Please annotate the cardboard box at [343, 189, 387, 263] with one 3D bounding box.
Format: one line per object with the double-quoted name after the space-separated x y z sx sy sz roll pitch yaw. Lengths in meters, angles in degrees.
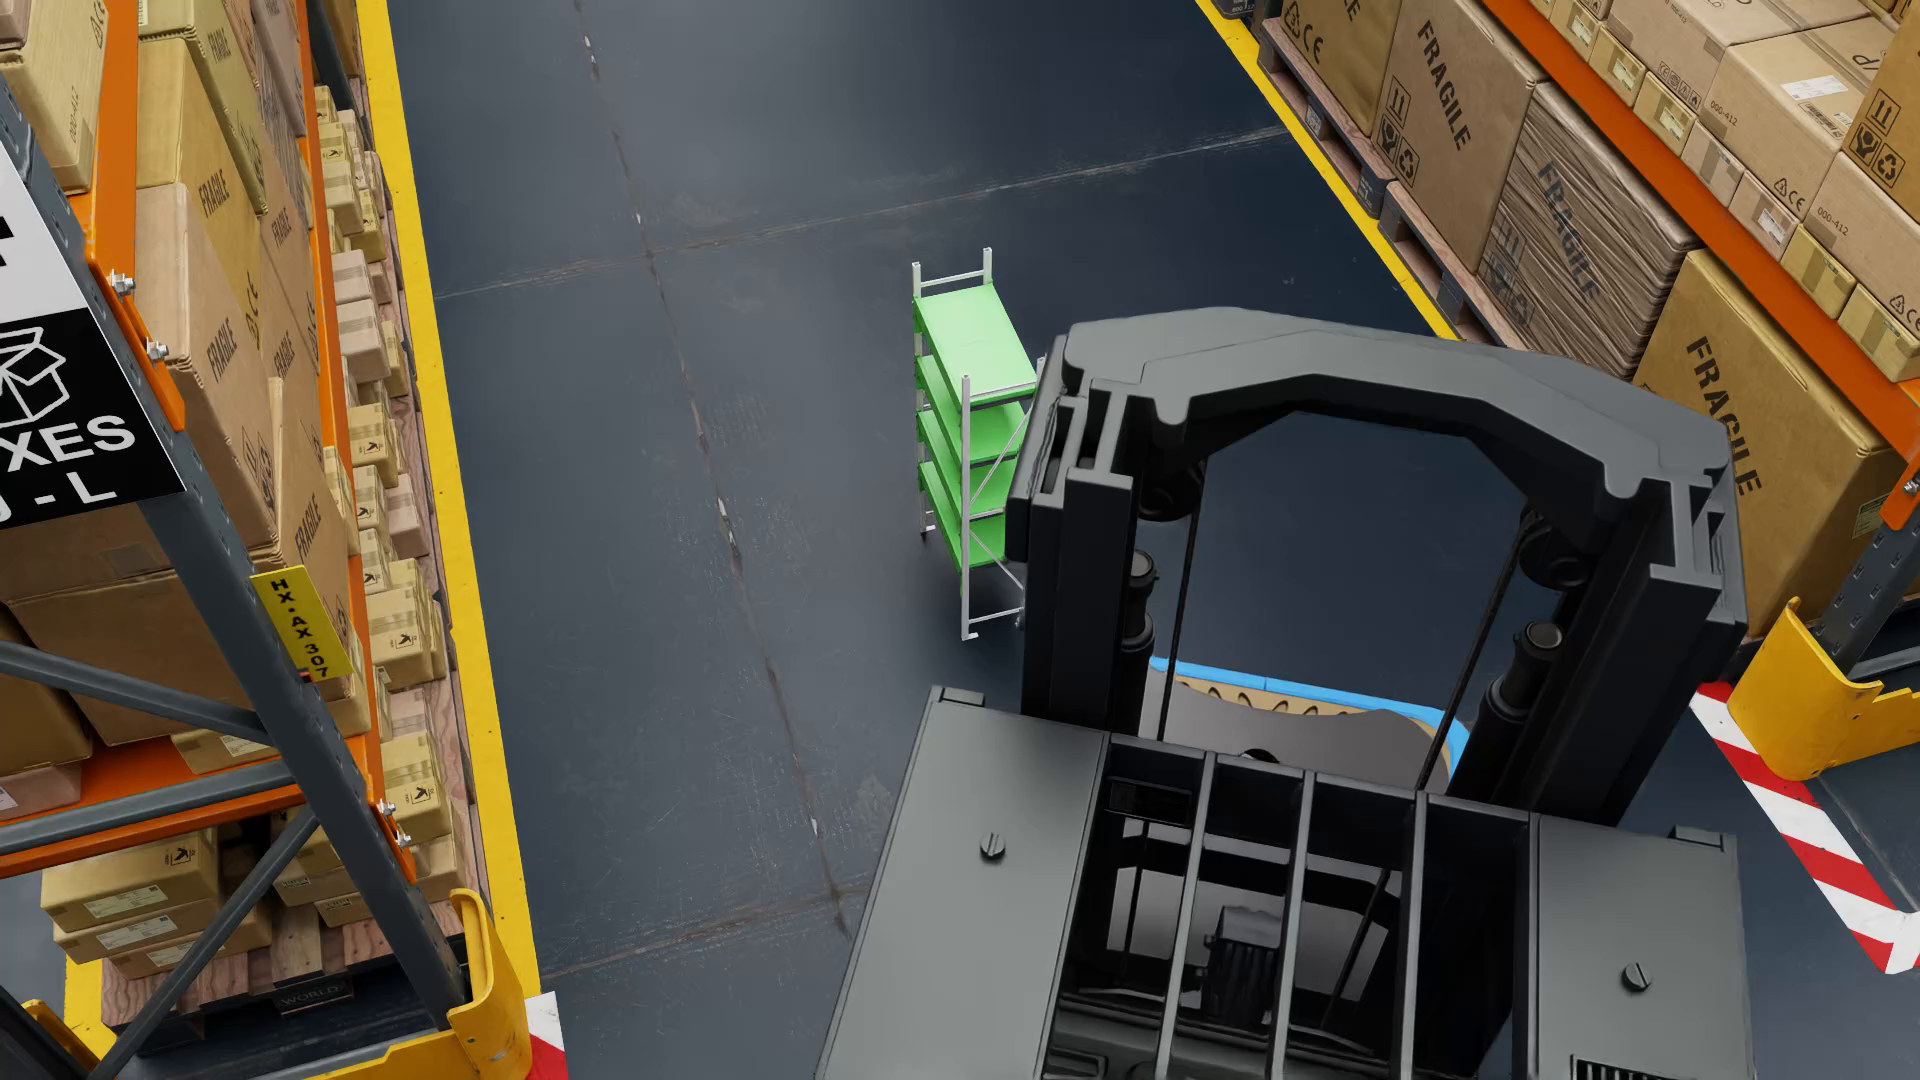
-2.337 -1.126 6.133 0.380 0.149 0.250 -15 51 -12 "cardboard box"

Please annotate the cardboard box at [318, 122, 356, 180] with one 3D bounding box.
-2.454 -1.388 6.159 0.380 0.149 0.250 -13 51 -11 "cardboard box"

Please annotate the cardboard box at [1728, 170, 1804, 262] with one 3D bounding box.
2.457 -0.963 4.764 0.380 0.149 0.250 -13 51 -11 "cardboard box"

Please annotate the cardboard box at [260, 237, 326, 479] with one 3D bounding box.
-1.790 -0.340 3.815 0.500 0.500 0.500 -13 51 -11 "cardboard box"

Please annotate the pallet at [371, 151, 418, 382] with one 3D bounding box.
-2.689 -0.977 6.435 1.003 0.211 1.213 -13 51 -11 "pallet"

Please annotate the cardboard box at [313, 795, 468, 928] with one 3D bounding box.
-1.588 0.892 4.626 0.380 0.149 0.250 -12 51 -10 "cardboard box"

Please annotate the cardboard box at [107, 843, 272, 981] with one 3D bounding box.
-2.094 1.010 4.527 0.380 0.149 0.250 -13 51 -10 "cardboard box"

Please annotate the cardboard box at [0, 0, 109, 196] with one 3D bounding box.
-1.627 -0.741 2.549 0.500 0.250 0.500 -12 51 -10 "cardboard box"

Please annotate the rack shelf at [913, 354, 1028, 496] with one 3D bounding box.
0.049 -0.379 5.055 0.258 0.148 0.480 -13 51 -11 "rack shelf"

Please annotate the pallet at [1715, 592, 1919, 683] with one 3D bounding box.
2.718 -0.152 5.740 1.003 0.211 1.213 -13 51 -11 "pallet"

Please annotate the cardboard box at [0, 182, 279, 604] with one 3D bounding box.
-1.618 -0.275 3.106 0.500 0.500 0.500 -14 51 -11 "cardboard box"

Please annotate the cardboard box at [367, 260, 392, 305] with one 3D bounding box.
-2.343 -0.978 6.203 0.380 0.149 0.250 -15 51 -12 "cardboard box"

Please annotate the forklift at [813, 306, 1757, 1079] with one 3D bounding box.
0.417 1.183 2.835 1.130 2.935 3.031 10 51 8 "forklift"

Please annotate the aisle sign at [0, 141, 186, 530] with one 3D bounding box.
-1.431 -0.289 2.332 0.394 0.787 0.004 -13 51 -11 "aisle sign"

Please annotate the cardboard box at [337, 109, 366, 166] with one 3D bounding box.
-2.525 -1.512 6.458 0.380 0.149 0.250 -12 51 -10 "cardboard box"

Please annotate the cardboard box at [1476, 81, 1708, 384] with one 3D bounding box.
2.495 -1.049 5.787 0.875 0.875 0.875 -13 51 -11 "cardboard box"

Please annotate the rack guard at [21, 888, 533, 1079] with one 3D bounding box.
-1.761 1.313 4.316 1.175 0.500 0.348 -13 51 -11 "rack guard"

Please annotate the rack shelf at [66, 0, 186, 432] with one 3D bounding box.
-2.330 -1.632 3.673 1.077 0.370 4.000 -13 51 -11 "rack shelf"

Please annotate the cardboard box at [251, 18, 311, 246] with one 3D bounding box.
-2.080 -1.072 4.432 0.500 0.500 0.500 -15 51 -12 "cardboard box"

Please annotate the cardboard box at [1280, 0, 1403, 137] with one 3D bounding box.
1.965 -2.356 6.889 0.875 0.875 0.875 -13 51 -11 "cardboard box"

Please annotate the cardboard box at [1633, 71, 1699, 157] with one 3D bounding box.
2.306 -1.335 5.078 0.380 0.149 0.250 -14 51 -12 "cardboard box"

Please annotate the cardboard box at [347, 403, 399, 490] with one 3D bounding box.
-1.977 -0.261 5.209 0.380 0.149 0.250 -13 51 -10 "cardboard box"

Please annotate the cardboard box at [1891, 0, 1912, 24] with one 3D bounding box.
2.997 -1.550 4.508 0.500 0.500 0.500 -14 51 -12 "cardboard box"

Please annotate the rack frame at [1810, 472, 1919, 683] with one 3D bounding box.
3.029 -0.484 4.196 1.000 3.000 0.127 -13 51 -11 "rack frame"

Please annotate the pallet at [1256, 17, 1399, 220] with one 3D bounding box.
1.997 -1.934 7.242 1.003 0.211 1.213 -13 51 -11 "pallet"

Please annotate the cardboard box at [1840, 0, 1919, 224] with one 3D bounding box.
2.634 -1.070 4.103 0.500 0.500 0.500 -13 51 -11 "cardboard box"

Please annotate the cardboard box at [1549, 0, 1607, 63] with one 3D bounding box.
2.158 -1.706 5.390 0.380 0.149 0.250 -12 51 -10 "cardboard box"

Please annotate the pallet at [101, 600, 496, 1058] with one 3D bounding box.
-1.968 0.805 4.933 1.003 0.211 1.213 -13 51 -11 "pallet"

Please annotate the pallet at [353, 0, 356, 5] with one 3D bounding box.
-3.518 -2.920 8.074 1.003 0.211 1.213 -13 51 -11 "pallet"

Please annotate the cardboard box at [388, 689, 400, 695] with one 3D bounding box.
-1.832 0.439 4.814 0.380 0.149 0.250 -13 51 -11 "cardboard box"

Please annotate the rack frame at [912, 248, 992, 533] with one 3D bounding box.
-0.023 -0.444 5.340 0.240 1.200 0.015 -13 51 -11 "rack frame"

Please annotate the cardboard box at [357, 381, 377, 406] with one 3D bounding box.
-2.202 -0.539 5.637 0.380 0.149 0.250 -16 52 -13 "cardboard box"

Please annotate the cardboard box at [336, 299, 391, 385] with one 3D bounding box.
-2.112 -0.629 5.520 0.380 0.149 0.250 -15 51 -12 "cardboard box"

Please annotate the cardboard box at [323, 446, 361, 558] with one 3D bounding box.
-1.665 -0.052 3.996 0.380 0.149 0.250 -15 51 -12 "cardboard box"

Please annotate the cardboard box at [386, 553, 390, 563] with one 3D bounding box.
-1.974 0.054 5.138 0.380 0.149 0.250 -16 52 -13 "cardboard box"

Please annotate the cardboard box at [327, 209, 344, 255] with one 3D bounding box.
-2.372 -1.000 5.832 0.380 0.149 0.250 -12 51 -10 "cardboard box"

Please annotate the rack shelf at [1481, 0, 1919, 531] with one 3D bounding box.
2.438 -1.713 5.703 1.077 0.370 4.000 -13 51 -11 "rack shelf"

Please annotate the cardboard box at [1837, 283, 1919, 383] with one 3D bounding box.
2.609 -0.589 4.449 0.380 0.149 0.250 -12 51 -10 "cardboard box"

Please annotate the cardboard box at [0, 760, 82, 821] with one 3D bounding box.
-2.105 0.470 3.556 0.380 0.149 0.250 -13 51 -11 "cardboard box"

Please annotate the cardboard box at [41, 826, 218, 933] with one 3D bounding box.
-2.137 0.826 4.293 0.380 0.149 0.250 -13 51 -11 "cardboard box"

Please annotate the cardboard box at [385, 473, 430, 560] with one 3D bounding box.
-1.951 -0.039 5.411 0.380 0.149 0.250 -16 52 -13 "cardboard box"

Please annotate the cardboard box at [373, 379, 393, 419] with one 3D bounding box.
-2.161 -0.404 5.718 0.380 0.149 0.250 -12 51 -10 "cardboard box"

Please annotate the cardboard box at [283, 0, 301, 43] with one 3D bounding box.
-2.356 -1.817 5.060 0.500 0.500 0.500 -15 51 -12 "cardboard box"

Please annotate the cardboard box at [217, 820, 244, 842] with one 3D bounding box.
-2.193 0.727 4.571 0.380 0.149 0.250 -14 51 -12 "cardboard box"

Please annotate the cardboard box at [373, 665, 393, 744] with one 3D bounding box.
-1.766 0.521 4.549 0.380 0.149 0.250 -12 51 -10 "cardboard box"

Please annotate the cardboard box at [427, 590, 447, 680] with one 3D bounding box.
-1.794 0.328 5.102 0.380 0.149 0.250 -13 51 -11 "cardboard box"

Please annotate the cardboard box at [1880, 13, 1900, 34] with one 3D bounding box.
2.985 -1.322 4.806 0.500 0.250 0.500 -14 51 -11 "cardboard box"

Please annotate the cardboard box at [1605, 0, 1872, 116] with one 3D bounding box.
2.332 -1.568 5.014 0.500 0.250 0.500 -15 51 -12 "cardboard box"

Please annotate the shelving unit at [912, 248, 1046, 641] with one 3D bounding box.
0.049 -0.266 5.189 0.258 1.200 0.503 -13 51 -11 "shelving unit"

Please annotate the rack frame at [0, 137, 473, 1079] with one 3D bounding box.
-1.739 0.563 3.313 1.000 3.000 0.127 -13 51 -11 "rack frame"

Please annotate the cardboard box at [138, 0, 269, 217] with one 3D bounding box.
-1.906 -1.027 3.740 0.500 0.500 0.500 -14 51 -12 "cardboard box"

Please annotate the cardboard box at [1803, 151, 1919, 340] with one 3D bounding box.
2.632 -0.826 4.388 0.500 0.250 0.500 -14 51 -12 "cardboard box"

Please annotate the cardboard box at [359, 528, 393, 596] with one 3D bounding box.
-1.870 0.146 4.866 0.380 0.149 0.250 -16 52 -13 "cardboard box"

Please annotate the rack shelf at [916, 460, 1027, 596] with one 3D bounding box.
0.049 -0.070 5.422 0.258 0.148 0.480 -13 51 -11 "rack shelf"

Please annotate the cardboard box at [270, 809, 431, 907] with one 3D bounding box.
-1.648 0.810 4.500 0.380 0.149 0.250 -11 51 -9 "cardboard box"
